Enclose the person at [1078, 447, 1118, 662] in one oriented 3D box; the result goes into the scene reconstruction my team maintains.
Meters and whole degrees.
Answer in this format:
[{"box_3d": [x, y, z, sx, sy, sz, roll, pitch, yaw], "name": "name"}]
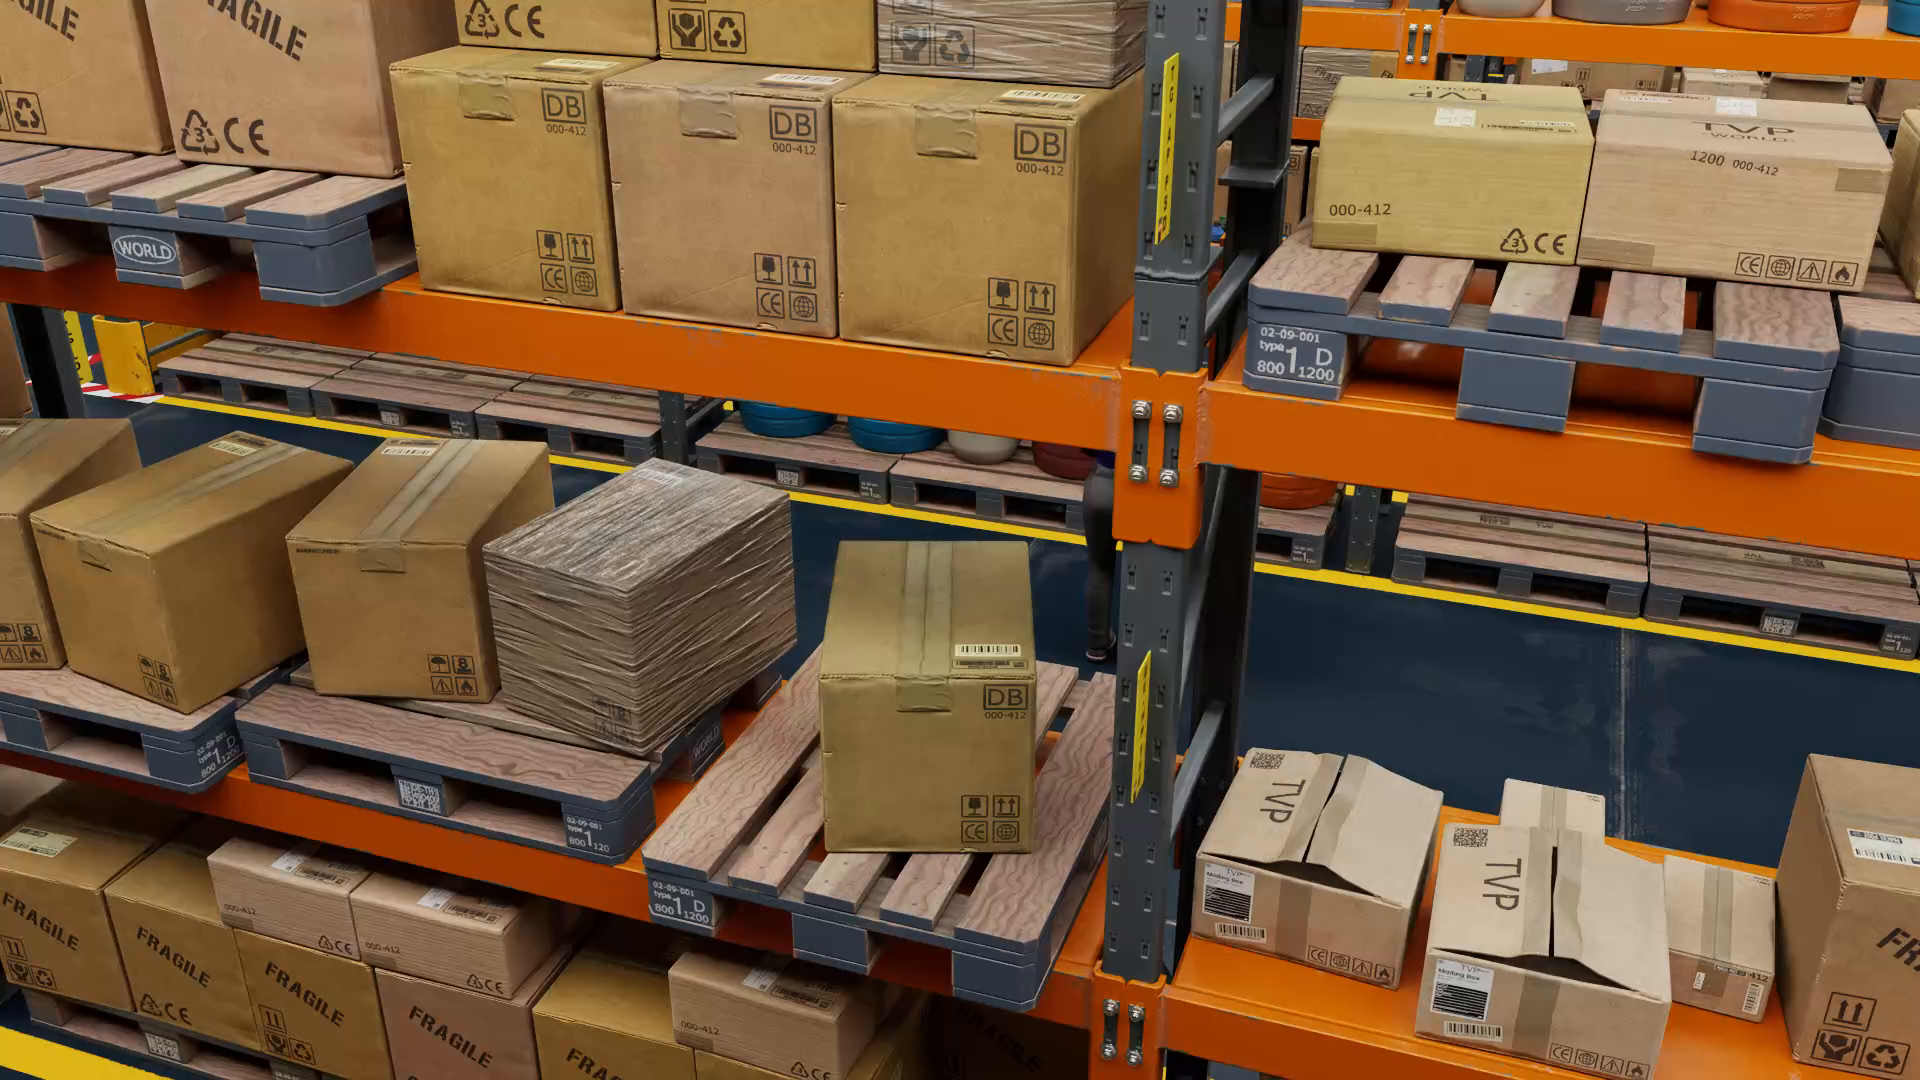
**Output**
[{"box_3d": [0.759, -0.197, 7.550, 0.449, 1.633, 0.494, 9, 27, 18], "name": "person"}]
